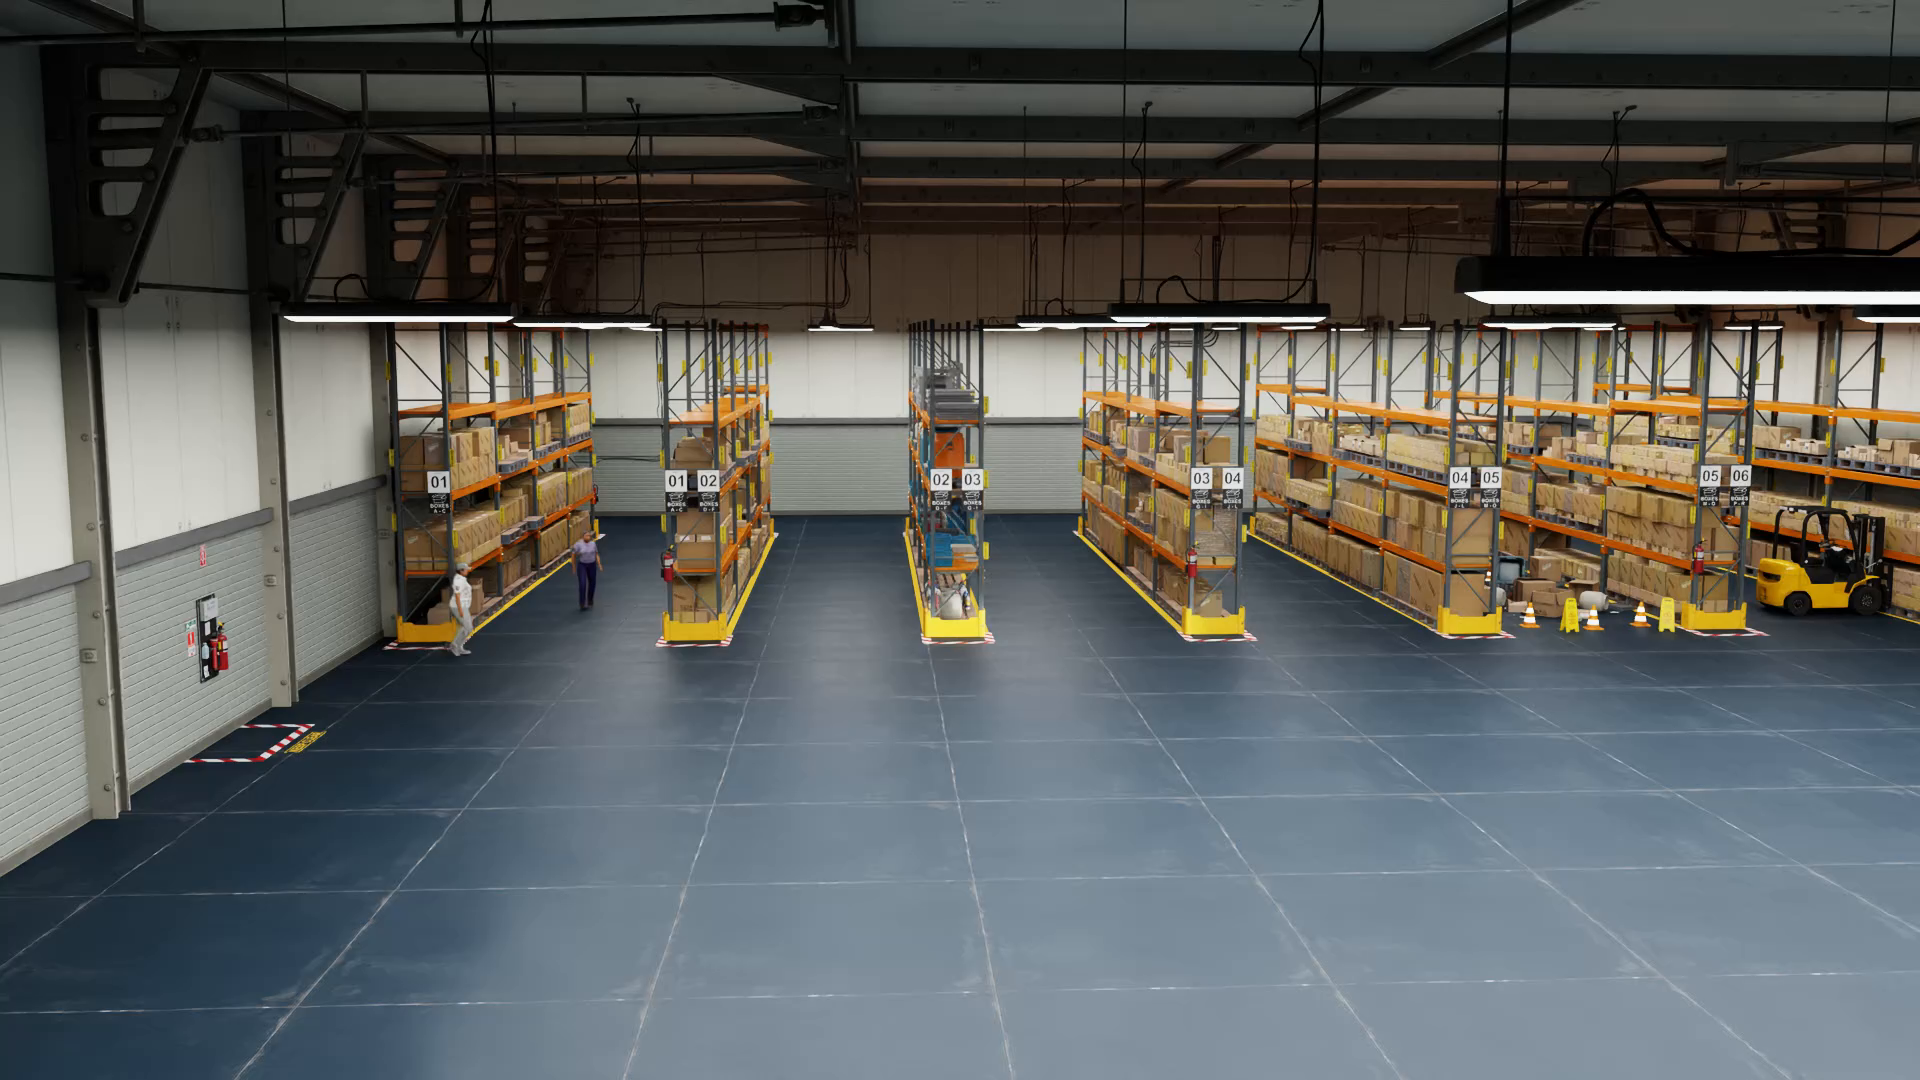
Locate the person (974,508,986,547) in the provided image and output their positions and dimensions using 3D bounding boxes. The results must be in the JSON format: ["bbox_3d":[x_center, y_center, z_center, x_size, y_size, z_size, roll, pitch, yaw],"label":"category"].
[{"bbox_3d":[0.408,-0.638,44.888,0.448,1.608,1.106,-4,8,-30],"label":"person"}]

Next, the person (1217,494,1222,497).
[{"bbox_3d":[6.836,-0.579,44.054,0.591,1.708,1.085,0,7,0],"label":"person"}]

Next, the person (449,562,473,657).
[{"bbox_3d":[-8.909,1.230,29.689,0.430,1.664,0.509,-1,7,-9],"label":"person"}]

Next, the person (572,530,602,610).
[{"bbox_3d":[-7.850,0.605,34.948,0.568,1.643,0.720,-4,8,-30],"label":"person"}]
